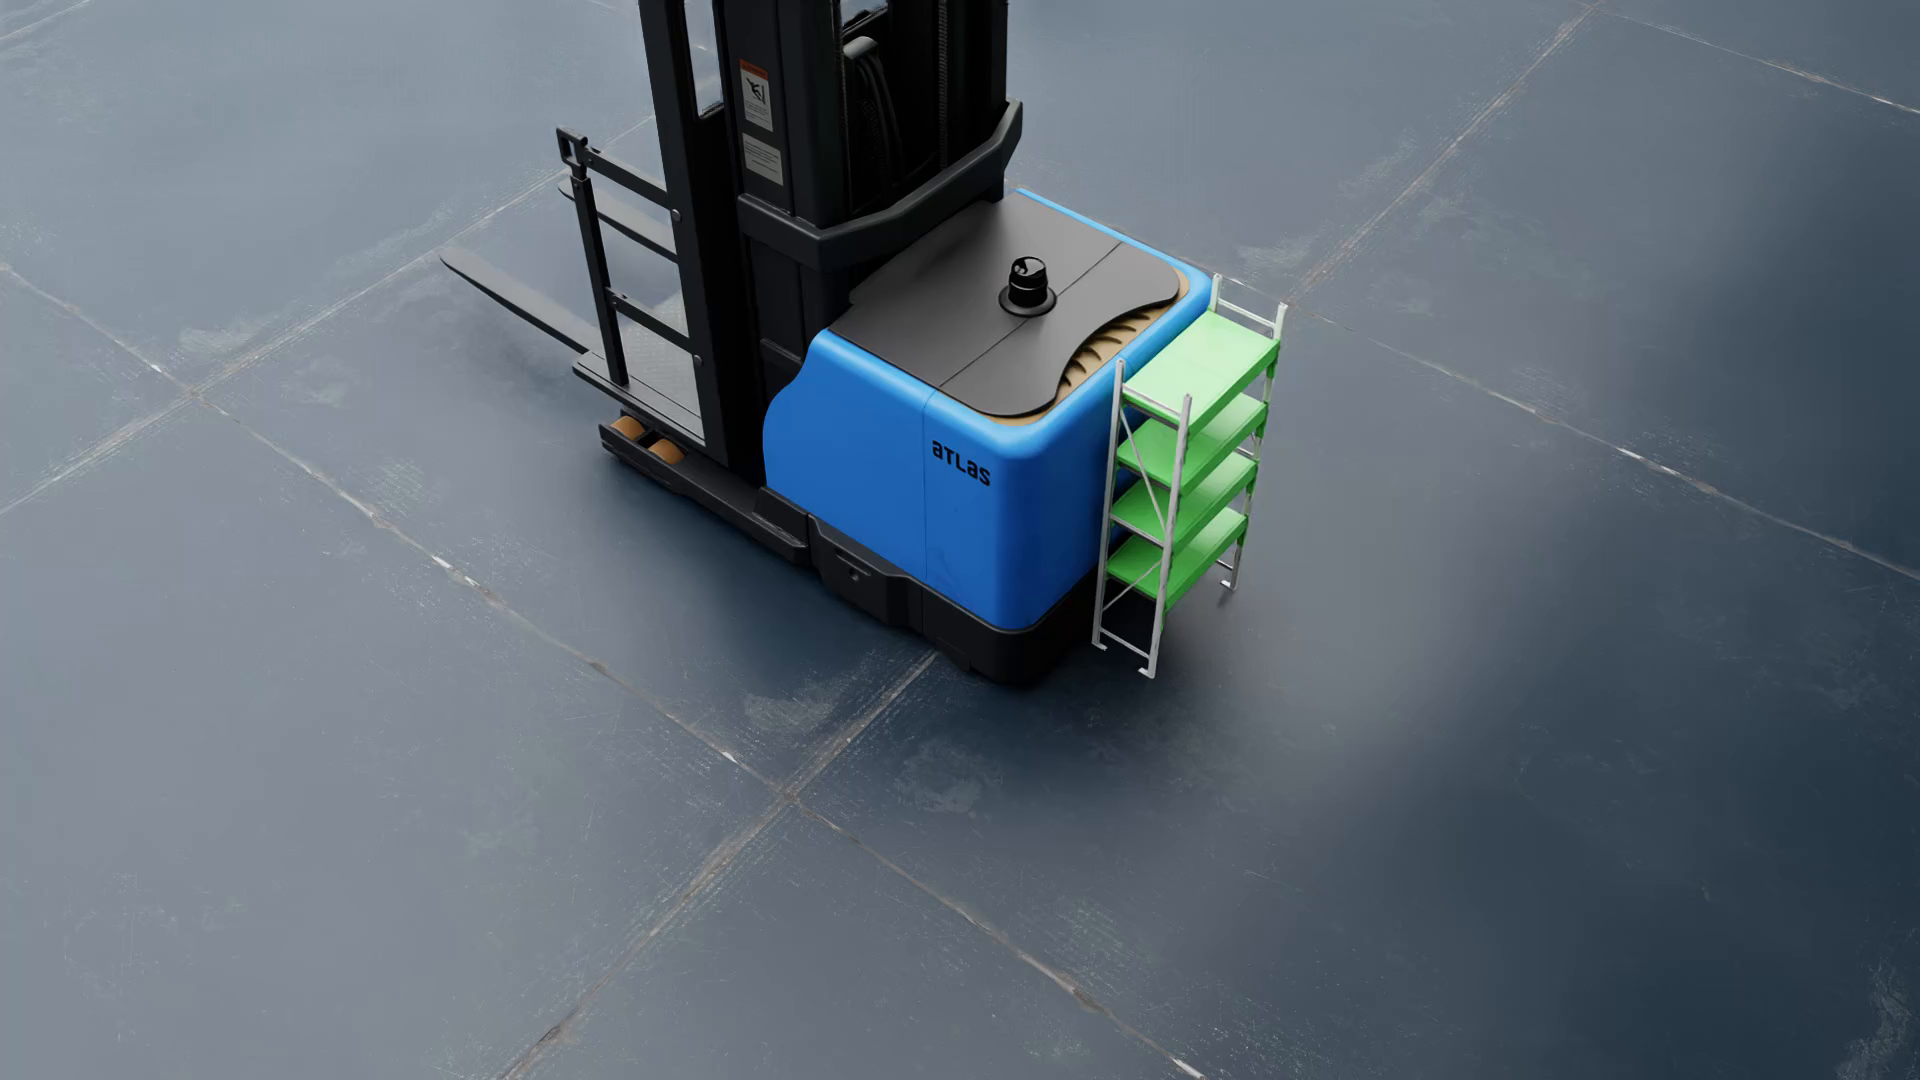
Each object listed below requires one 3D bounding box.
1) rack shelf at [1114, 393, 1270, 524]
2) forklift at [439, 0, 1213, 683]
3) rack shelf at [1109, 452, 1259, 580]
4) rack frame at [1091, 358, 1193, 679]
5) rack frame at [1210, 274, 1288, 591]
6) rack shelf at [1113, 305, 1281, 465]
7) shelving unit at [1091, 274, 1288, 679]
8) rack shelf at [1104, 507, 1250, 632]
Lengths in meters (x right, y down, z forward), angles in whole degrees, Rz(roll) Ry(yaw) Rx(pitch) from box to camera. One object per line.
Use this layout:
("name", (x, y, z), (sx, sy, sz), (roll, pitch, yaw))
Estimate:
("rack shelf", (0.680, -0.285, 4.949), (0.258, 0.148, 0.480), (30, 53, 26))
("forklift", (-0.663, -1.469, 5.126), (3.031, 2.935, 1.130), (31, 54, 26))
("rack shelf", (0.680, -0.120, 5.123), (0.258, 0.148, 0.480), (30, 53, 26))
("rack frame", (0.527, -0.026, 4.946), (0.240, 1.200, 0.015), (30, 53, 26))
("rack frame", (0.834, -0.301, 5.208), (0.240, 1.200, 0.015), (30, 53, 26))
("rack shelf", (0.680, -0.451, 4.776), (0.258, 0.148, 0.480), (30, 53, 26))
("shelving unit", (0.680, -0.164, 5.077), (0.258, 1.200, 0.503), (30, 53, 26))
("rack shelf", (0.680, 0.046, 5.296), (0.258, 0.148, 0.480), (30, 53, 26))
